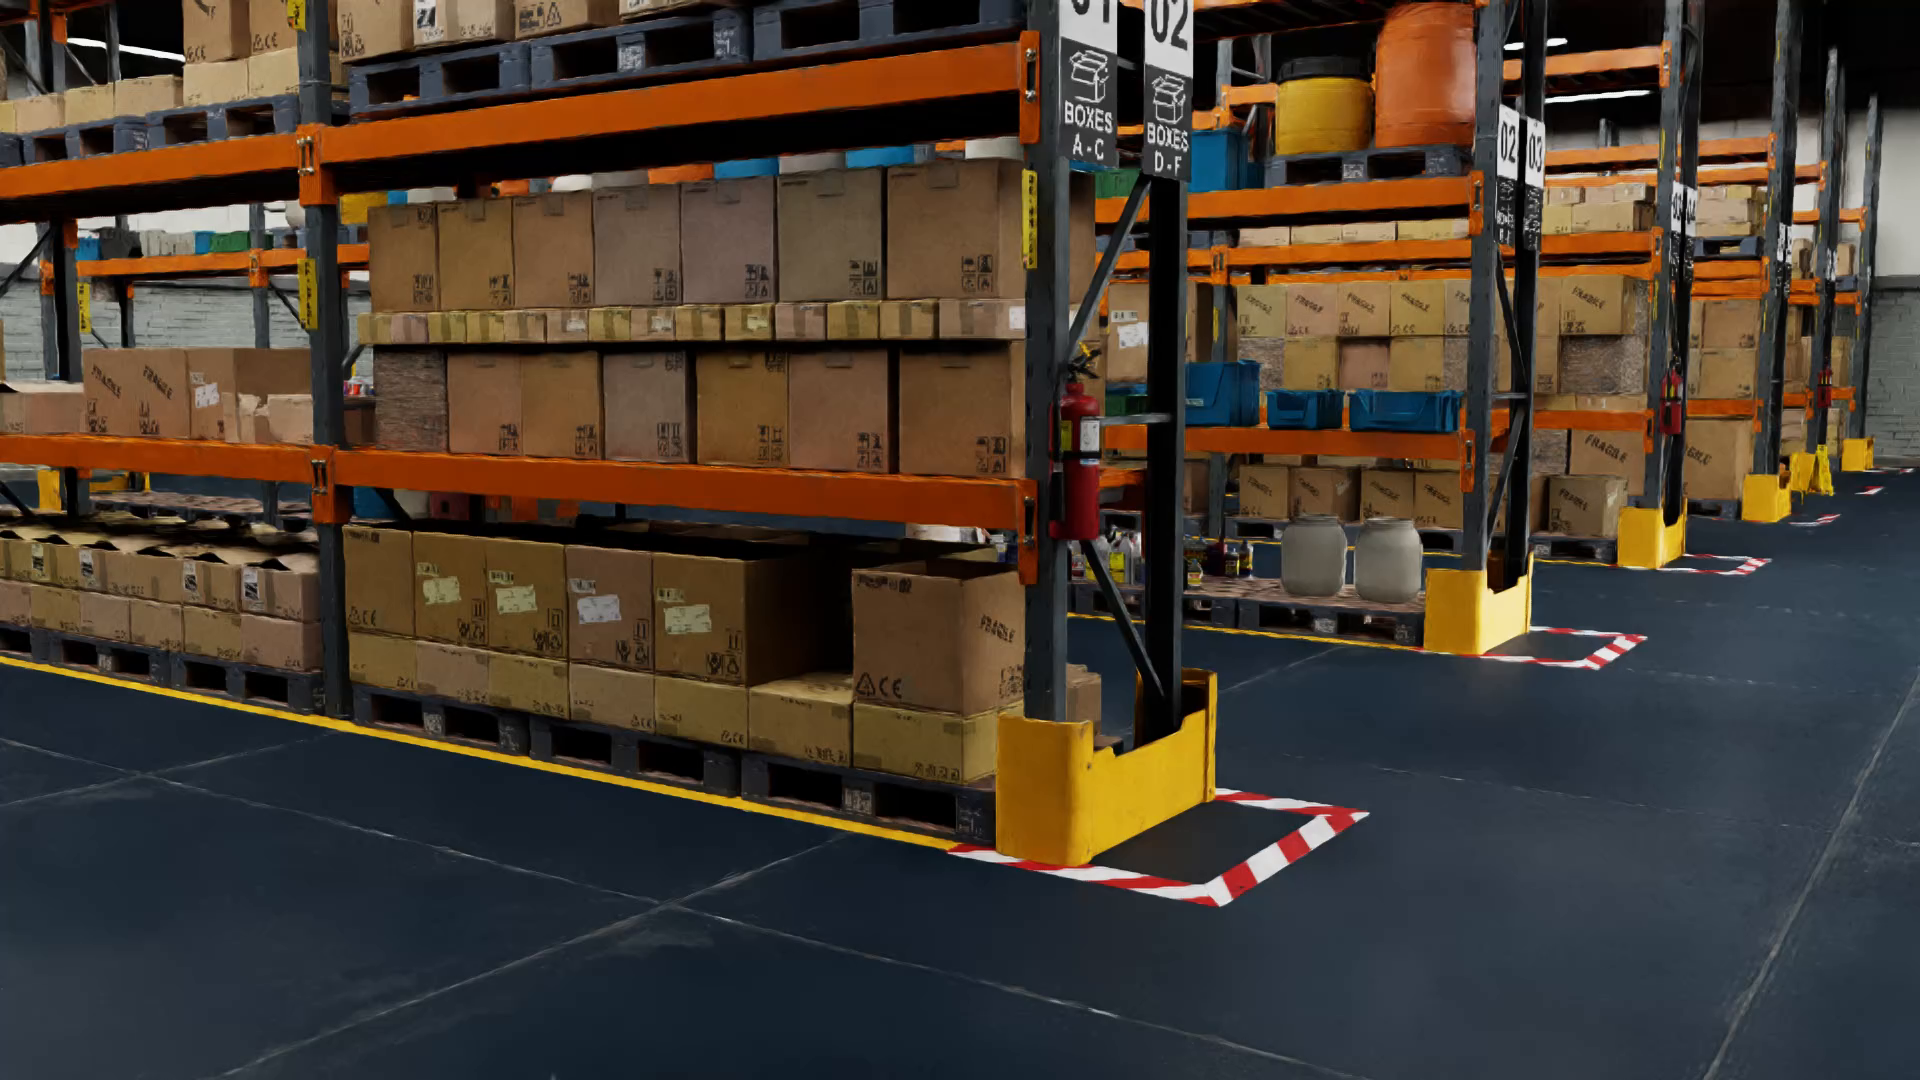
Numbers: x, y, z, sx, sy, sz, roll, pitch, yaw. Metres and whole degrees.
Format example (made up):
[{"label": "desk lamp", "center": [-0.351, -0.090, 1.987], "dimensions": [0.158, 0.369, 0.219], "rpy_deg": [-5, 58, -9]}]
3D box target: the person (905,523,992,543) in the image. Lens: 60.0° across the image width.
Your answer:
[{"label": "person", "center": [-0.068, -0.049, 8.308], "dimensions": [0.378, 1.774, 0.562], "rpy_deg": [4, 8, 35]}]
